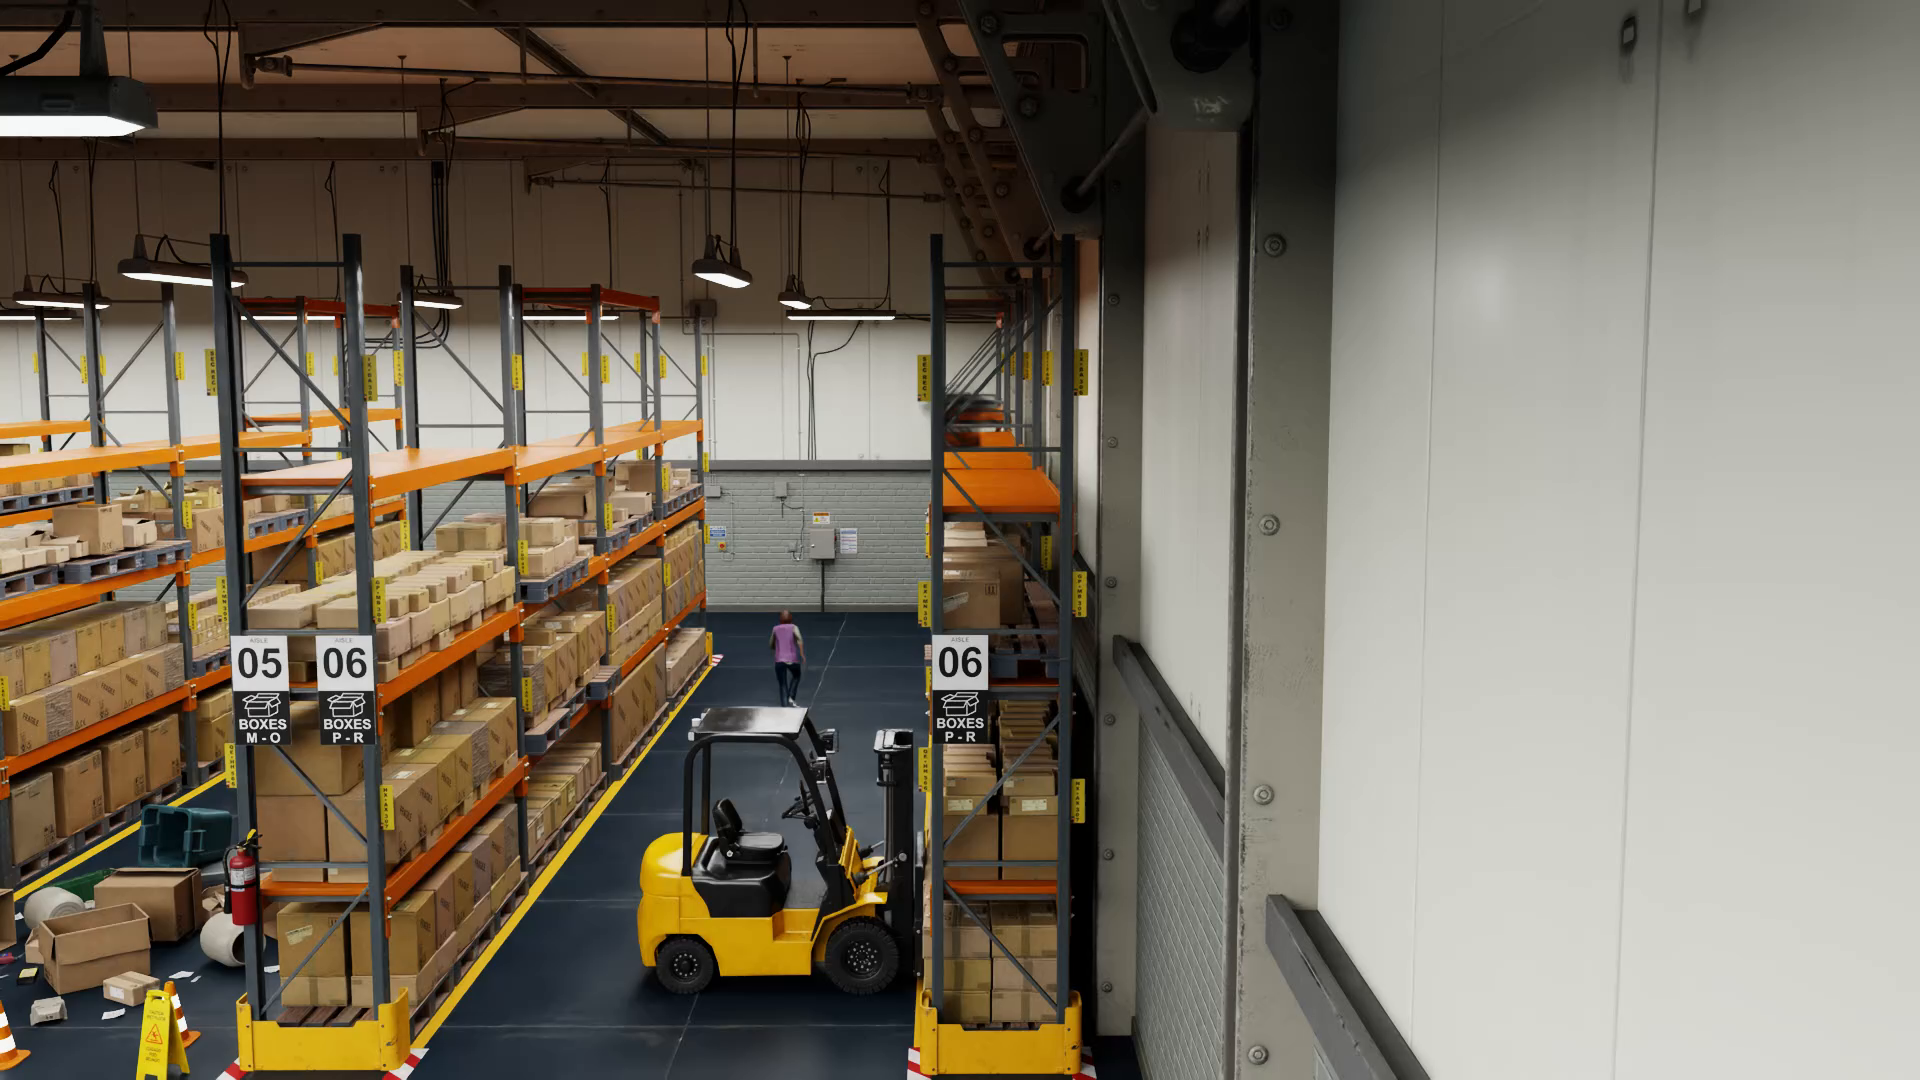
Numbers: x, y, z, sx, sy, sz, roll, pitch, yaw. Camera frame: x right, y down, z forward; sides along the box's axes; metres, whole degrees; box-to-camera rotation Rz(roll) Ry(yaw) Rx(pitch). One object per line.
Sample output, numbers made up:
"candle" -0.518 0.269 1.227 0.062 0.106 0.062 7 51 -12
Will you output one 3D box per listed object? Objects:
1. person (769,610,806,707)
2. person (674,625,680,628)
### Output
"person" -2.495 1.770 24.005 0.559 1.463 0.929 0 6 0
"person" -5.234 1.123 28.981 0.978 1.718 0.710 -1 6 -8
